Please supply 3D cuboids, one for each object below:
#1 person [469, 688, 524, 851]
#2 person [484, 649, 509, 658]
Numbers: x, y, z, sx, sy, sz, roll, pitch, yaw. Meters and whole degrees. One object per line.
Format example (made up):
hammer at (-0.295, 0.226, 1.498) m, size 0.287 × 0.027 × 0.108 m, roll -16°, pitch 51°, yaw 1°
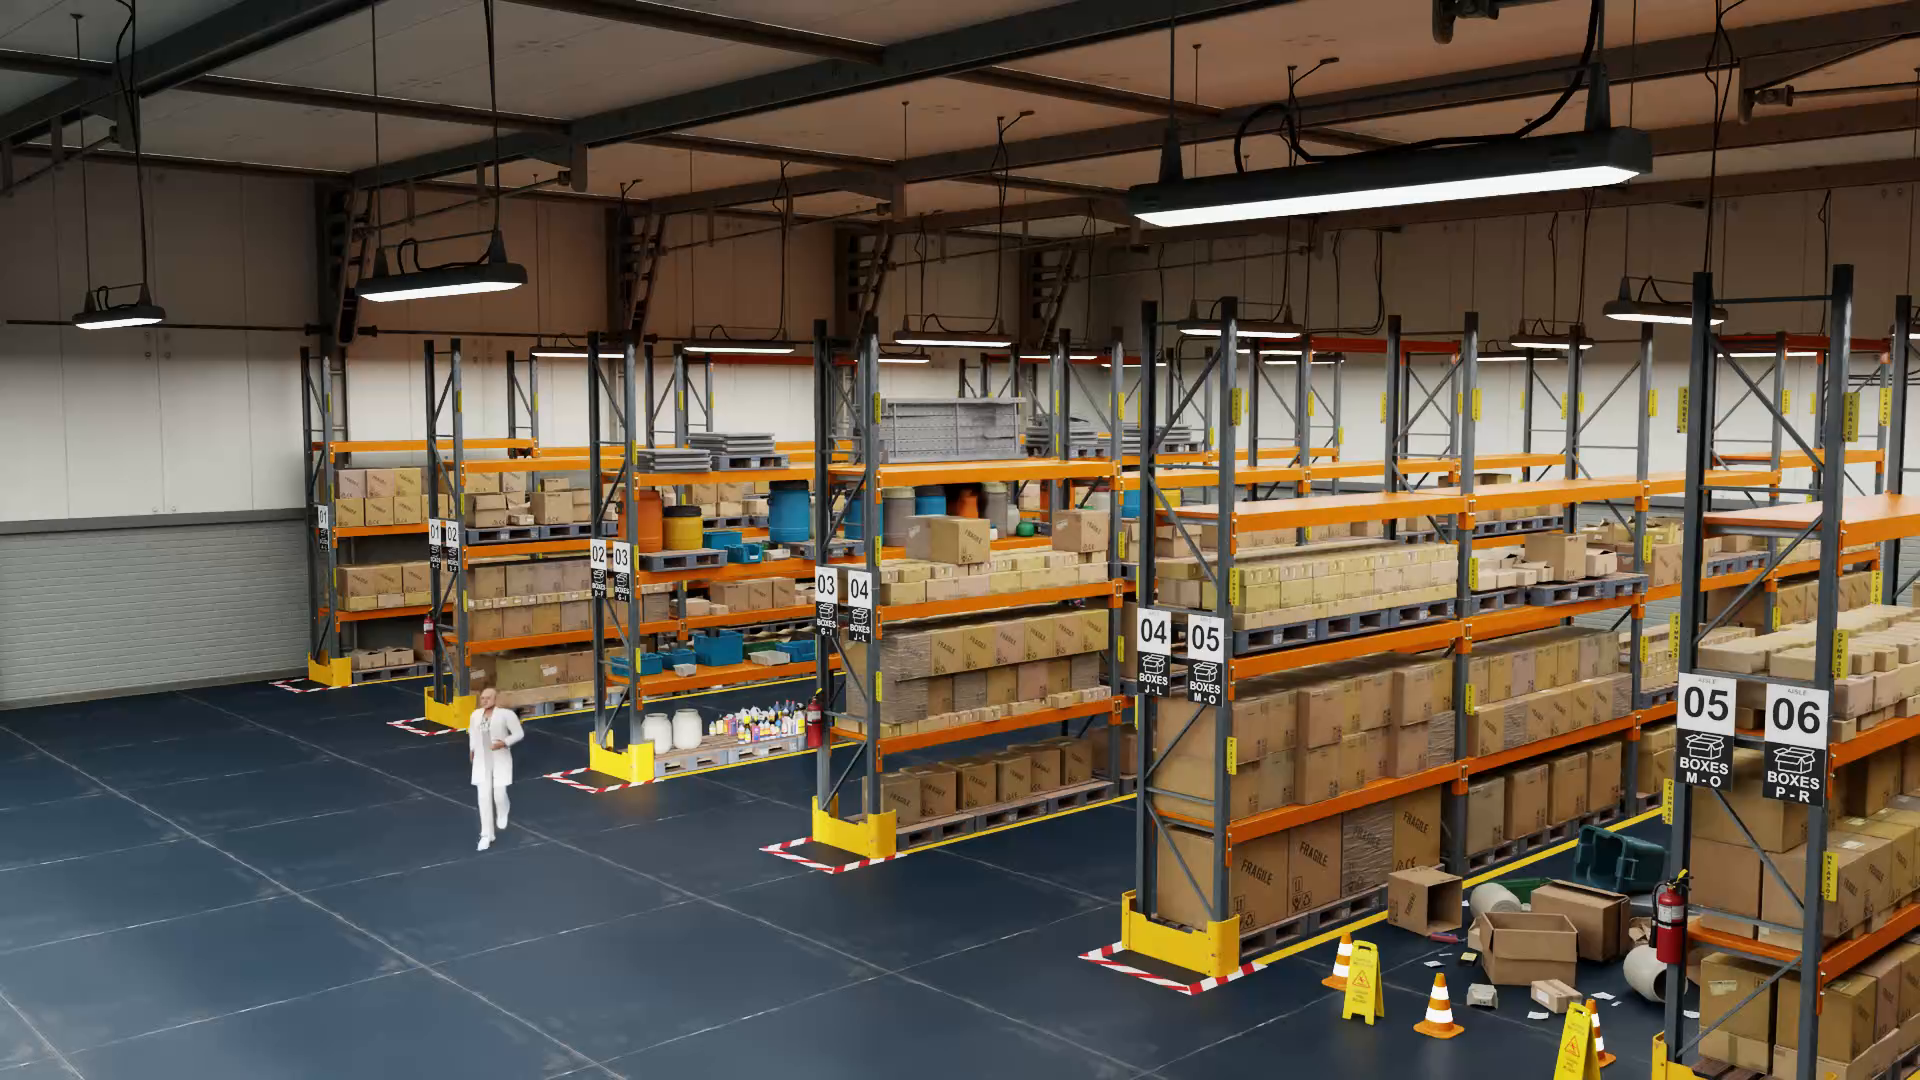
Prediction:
person at (-5.372, 2.592, 19.204) m, size 0.693 × 1.793 × 0.972 m, roll 0°, pitch 5°, yaw 0°
person at (-7.791, 1.785, 28.238) m, size 0.665 × 1.841 × 0.807 m, roll 4°, pitch 7°, yaw 40°
